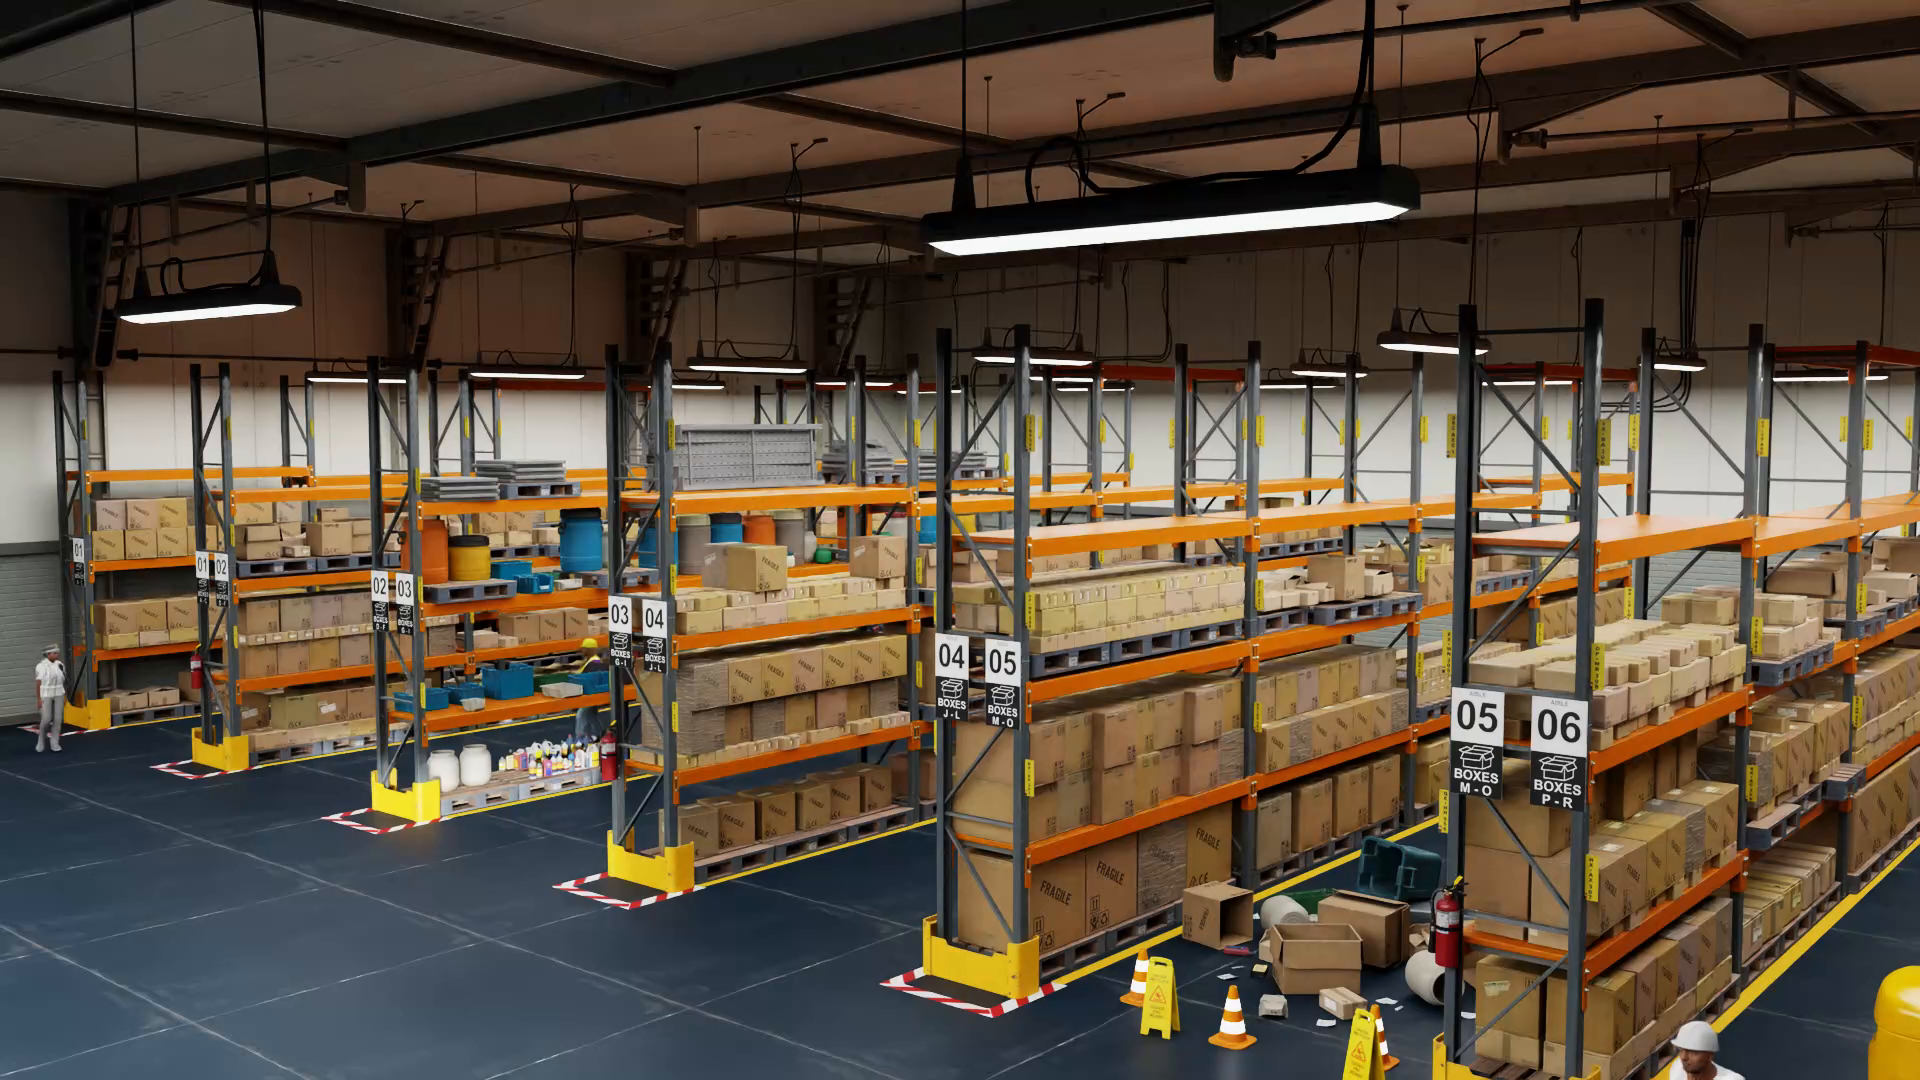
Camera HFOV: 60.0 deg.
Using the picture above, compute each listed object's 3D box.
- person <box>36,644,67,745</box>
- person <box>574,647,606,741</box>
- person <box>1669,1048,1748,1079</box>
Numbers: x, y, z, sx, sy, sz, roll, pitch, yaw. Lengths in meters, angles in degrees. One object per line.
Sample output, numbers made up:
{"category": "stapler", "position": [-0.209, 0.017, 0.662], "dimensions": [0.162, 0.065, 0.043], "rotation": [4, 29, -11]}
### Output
{"category": "person", "position": [-14.111, 2.410, 25.828], "dimensions": [0.393, 1.611, 0.471], "rotation": [3, 5, 36]}
{"category": "person", "position": [-5.776, 2.399, 25.903], "dimensions": [0.568, 1.656, 0.625], "rotation": [-1, 4, -14]}
{"category": "person", "position": [4.276, 3.264, 9.479], "dimensions": [0.423, 0.999, 0.615], "rotation": [-2, 5, -30]}
